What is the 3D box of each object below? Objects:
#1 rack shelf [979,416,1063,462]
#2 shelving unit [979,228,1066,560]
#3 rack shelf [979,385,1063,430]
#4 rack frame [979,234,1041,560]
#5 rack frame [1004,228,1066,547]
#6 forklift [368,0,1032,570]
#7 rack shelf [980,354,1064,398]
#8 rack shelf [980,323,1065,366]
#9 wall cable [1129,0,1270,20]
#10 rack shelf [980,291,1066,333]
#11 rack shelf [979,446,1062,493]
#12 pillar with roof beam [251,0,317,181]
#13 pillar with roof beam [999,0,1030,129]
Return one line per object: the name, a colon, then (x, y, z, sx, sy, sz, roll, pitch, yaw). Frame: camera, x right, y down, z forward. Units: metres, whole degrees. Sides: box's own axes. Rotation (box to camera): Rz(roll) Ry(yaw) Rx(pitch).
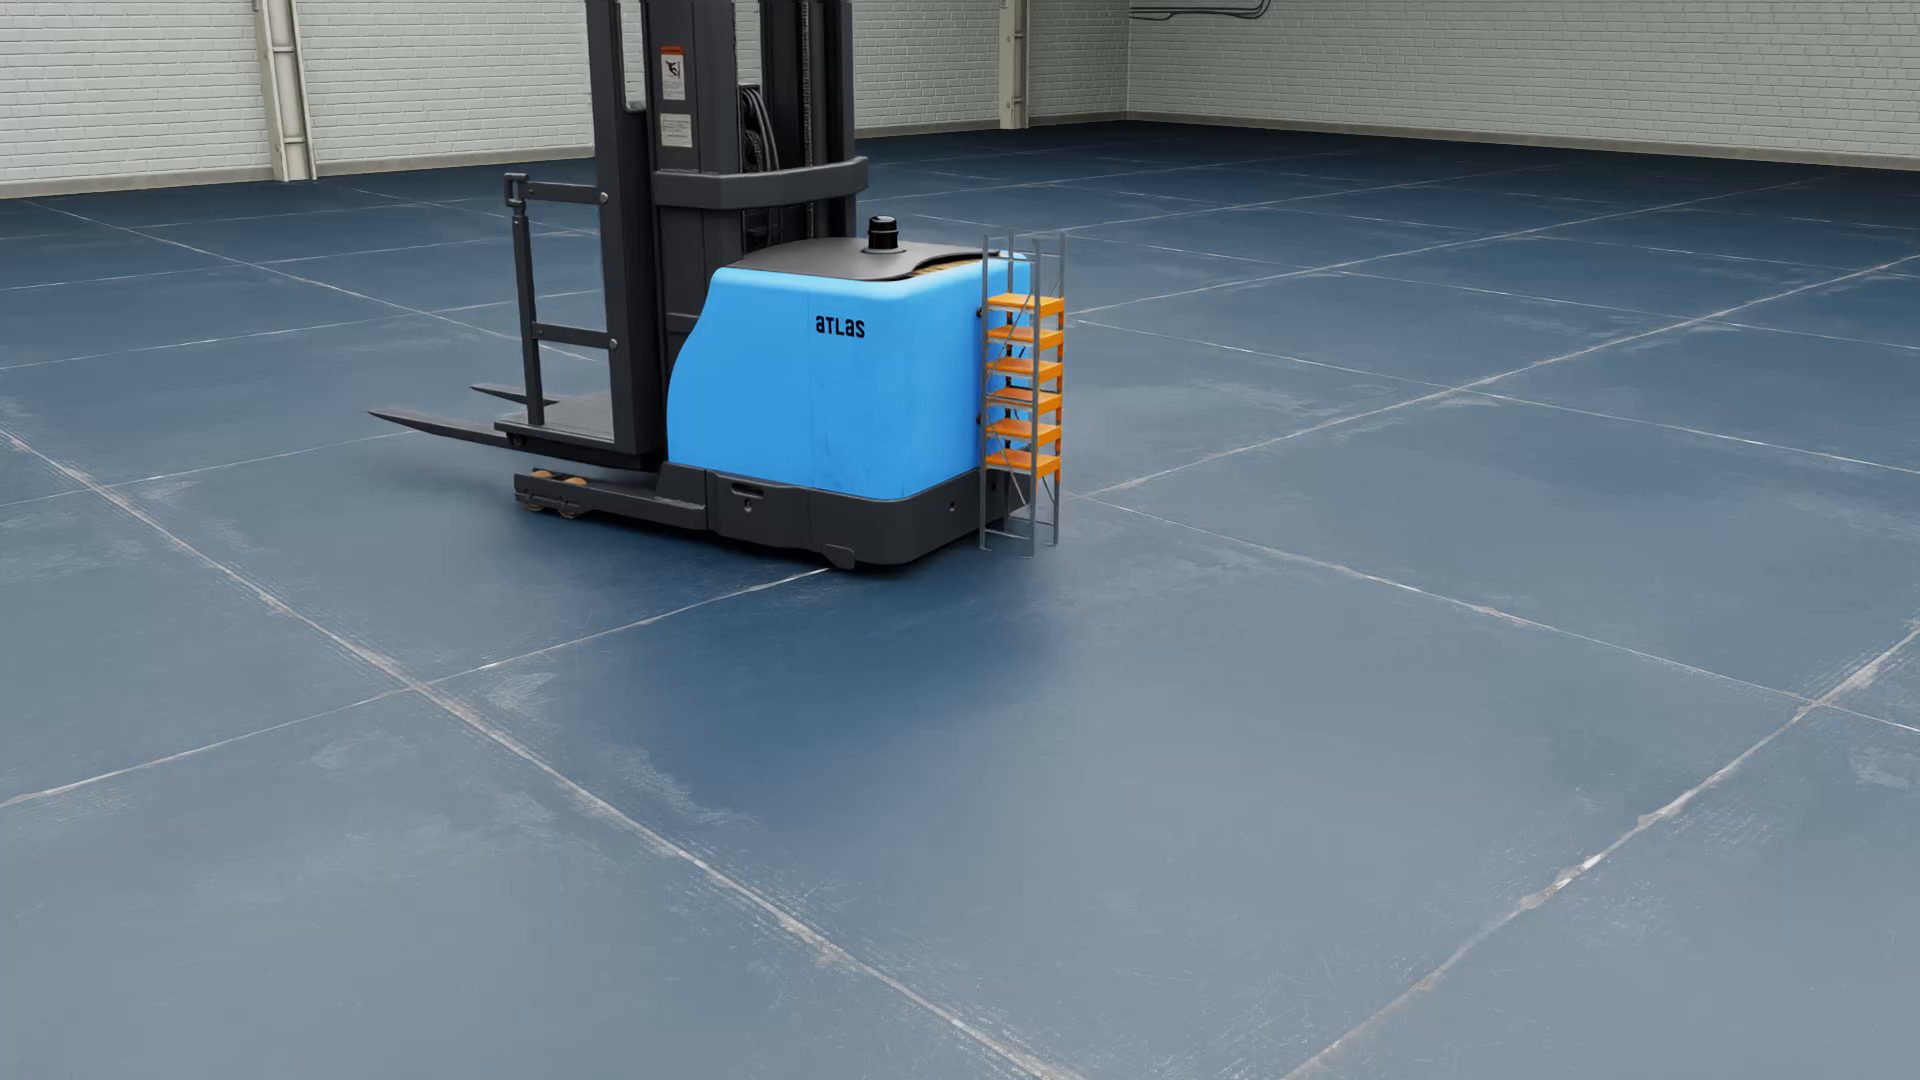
rack shelf: (0.229, -0.382, 6.248, 0.258, 0.103, 0.180, 11, 21, 30)
shelving unit: (0.230, -0.538, 6.197, 0.258, 1.200, 0.189, 11, 21, 30)
rack shelf: (0.229, -0.496, 6.211, 0.258, 0.103, 0.180, 11, 21, 30)
rack frame: (0.181, -0.515, 6.123, 0.240, 1.200, 0.006, 11, 21, 30)
rack frame: (0.278, -0.562, 6.271, 0.240, 1.200, 0.006, 11, 21, 30)
forklift: (-1.235, -1.607, 6.689, 3.031, 2.935, 1.130, 11, 21, 30)
rack shelf: (0.230, -0.610, 6.173, 0.258, 0.103, 0.180, 11, 21, 30)
rack shelf: (0.231, -0.724, 6.136, 0.258, 0.103, 0.180, 11, 21, 30)
wall cable: (3.935, -9.927, 27.547, 0.112, 2.526, 3.097, -16, 24, -41)
rack shelf: (0.231, -0.838, 6.098, 0.258, 0.103, 0.180, 11, 21, 30)
rack shelf: (0.228, -0.268, 6.286, 0.258, 0.103, 0.180, 11, 21, 30)
pillar with roof beam: (-4.876, -7.569, 15.238, 0.400, 9.000, 9.100, -16, 24, -41)
pillar with roof beam: (3.844, -10.112, 23.081, 0.400, 9.000, 9.100, -16, 24, -41)
